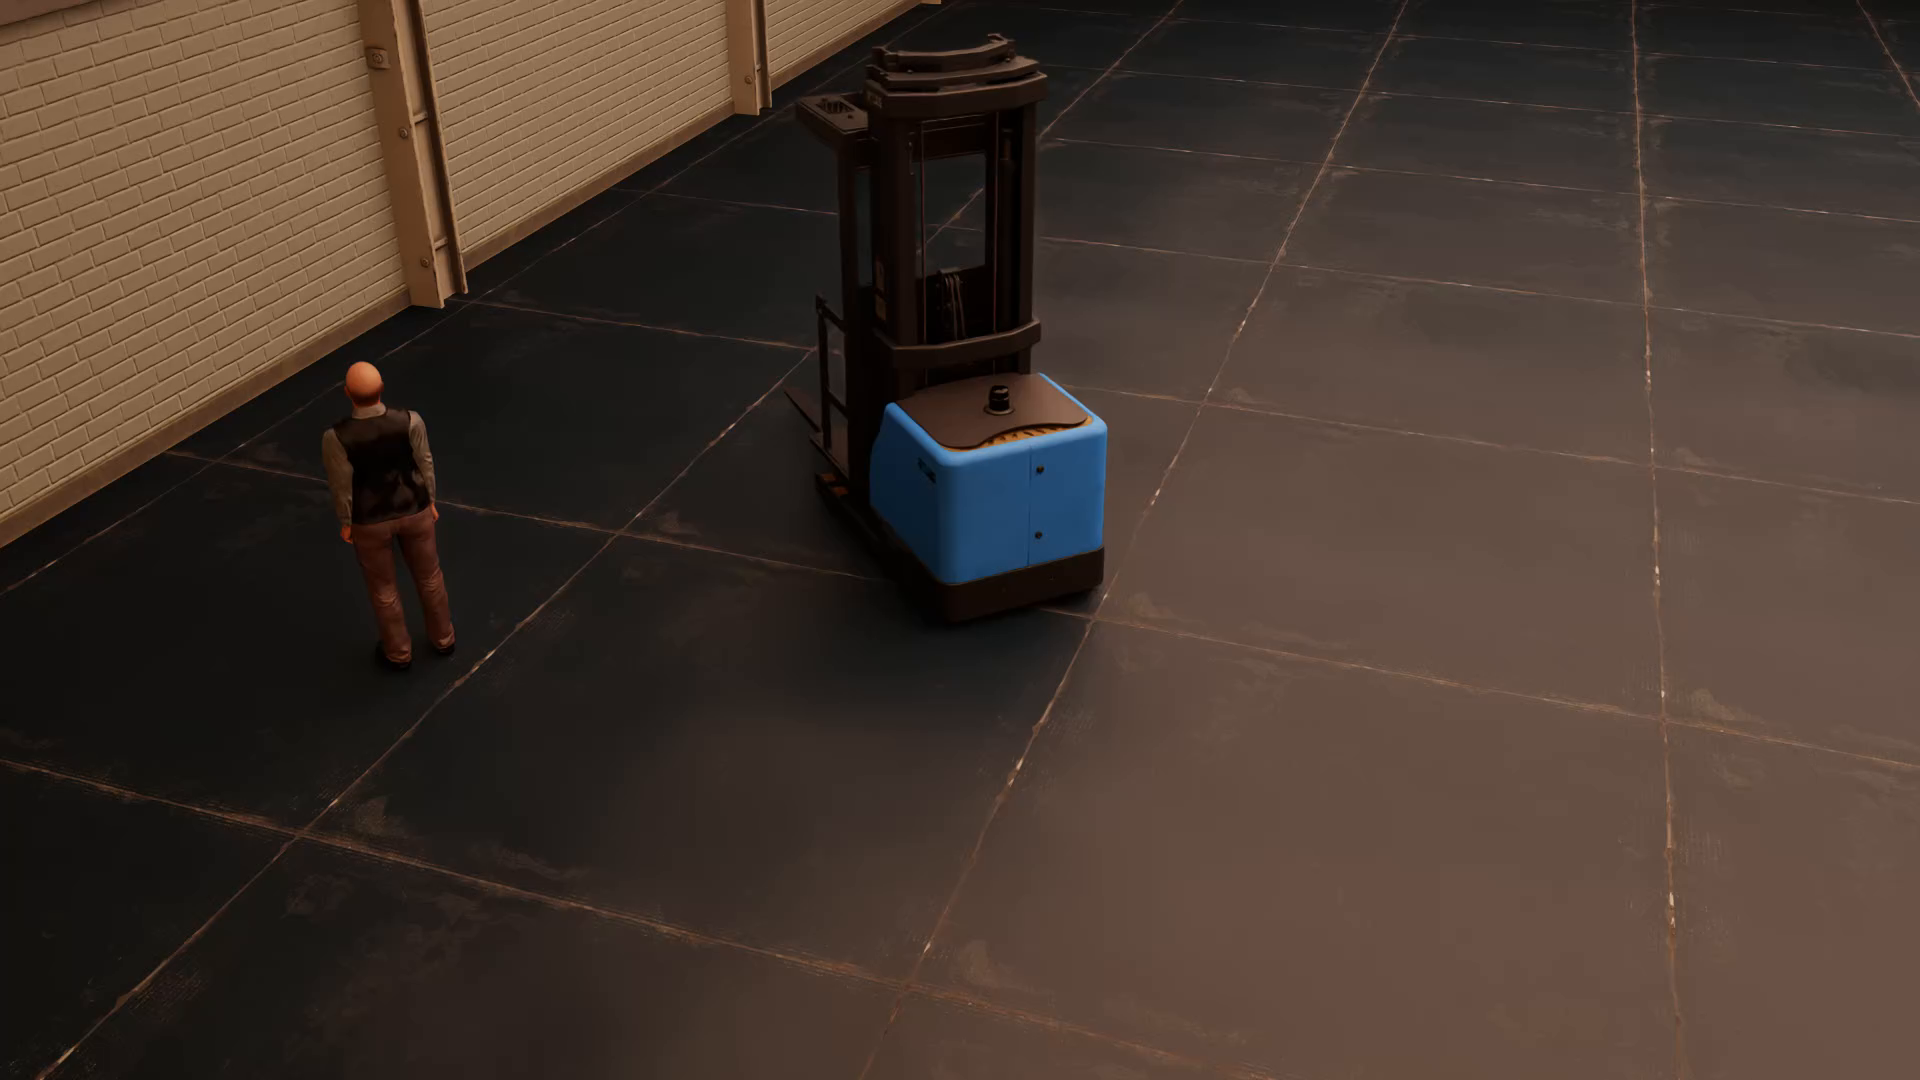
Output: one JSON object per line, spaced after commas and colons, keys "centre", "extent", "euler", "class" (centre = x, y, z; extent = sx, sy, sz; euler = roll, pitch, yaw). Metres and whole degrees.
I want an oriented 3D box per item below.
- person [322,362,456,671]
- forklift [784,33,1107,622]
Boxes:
{"centre": [-2.954, -0.126, 8.580], "extent": [0.525, 1.725, 0.371], "euler": [-18, 34, -28], "class": "person"}
{"centre": [-0.268, -1.529, 9.819], "extent": [1.130, 2.935, 3.031], "euler": [-13, 32, -22], "class": "forklift"}
